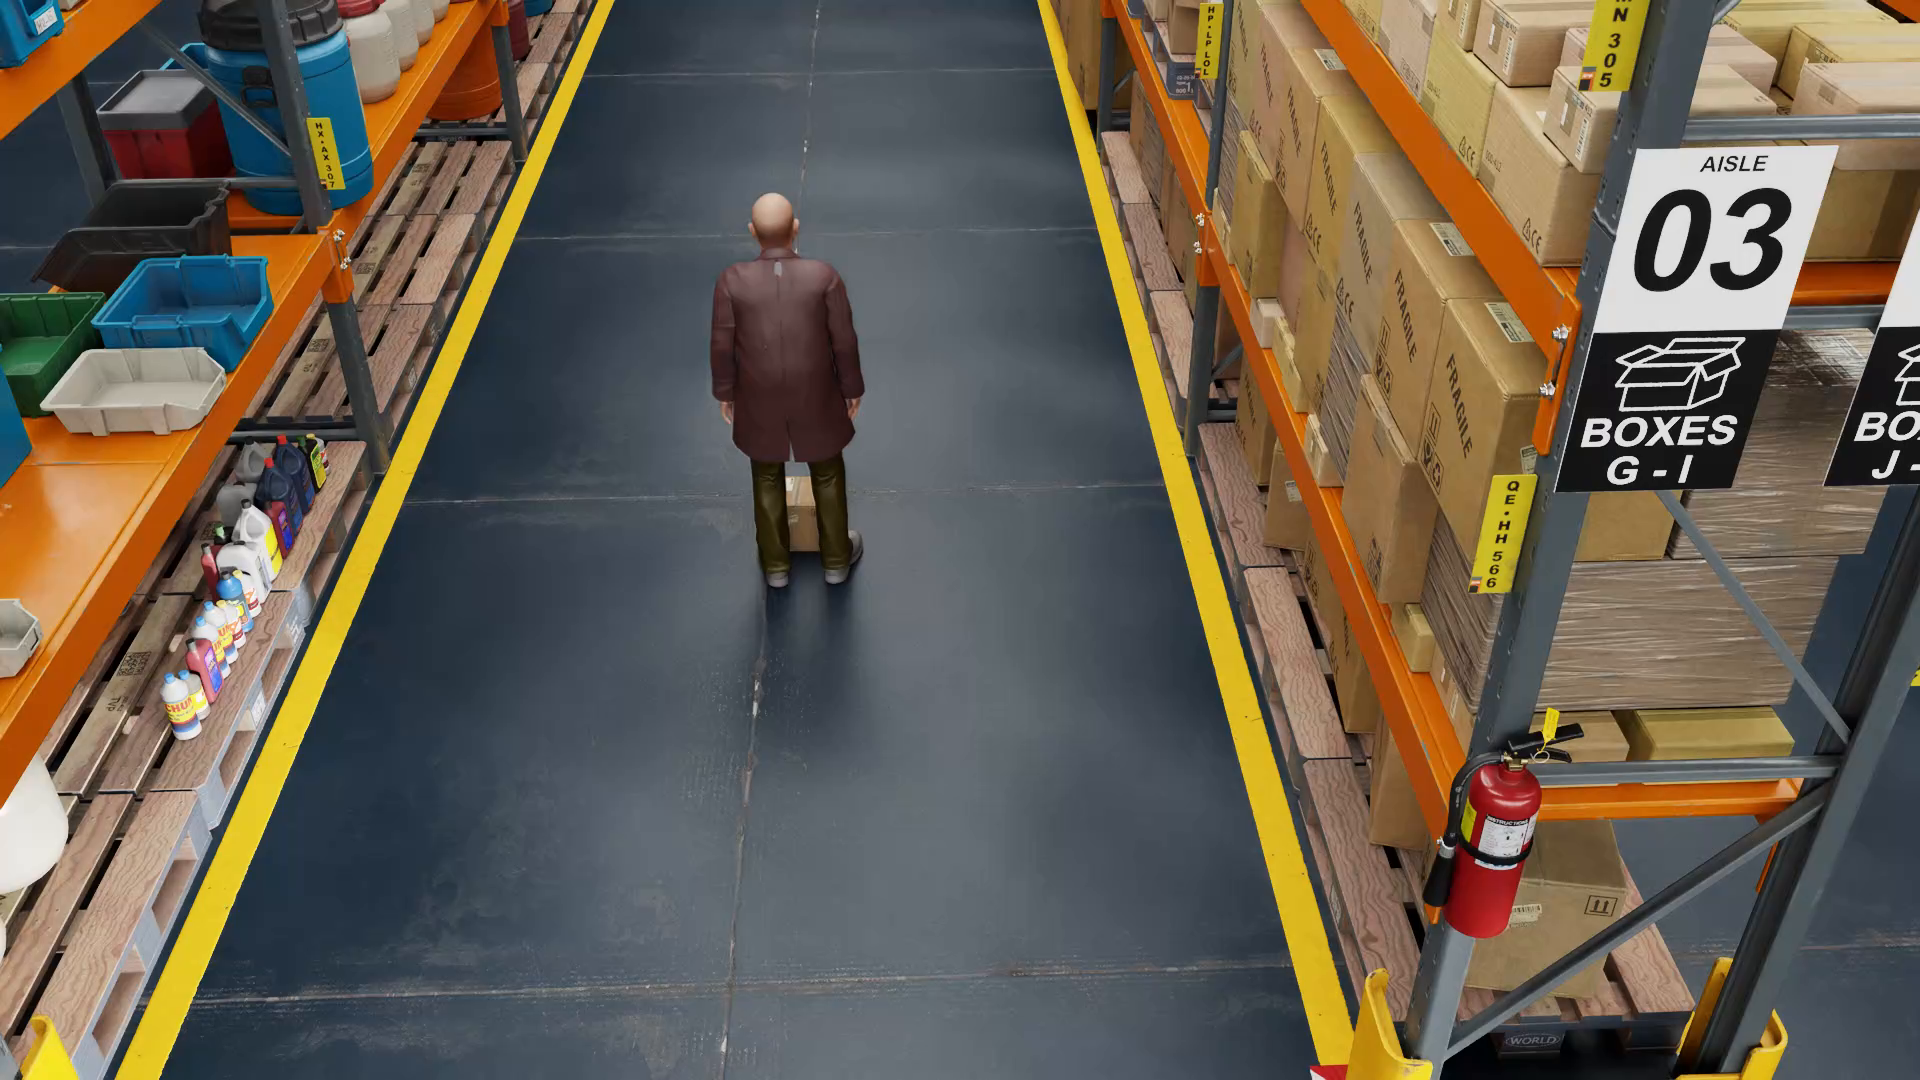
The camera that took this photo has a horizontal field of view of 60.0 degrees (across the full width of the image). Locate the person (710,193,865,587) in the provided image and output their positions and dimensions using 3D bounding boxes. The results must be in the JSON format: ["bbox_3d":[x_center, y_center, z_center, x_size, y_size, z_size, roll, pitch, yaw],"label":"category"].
[{"bbox_3d":[-0.722,-0.607,7.031,0.642,1.774,0.423,-1,35,-2],"label":"person"}]
